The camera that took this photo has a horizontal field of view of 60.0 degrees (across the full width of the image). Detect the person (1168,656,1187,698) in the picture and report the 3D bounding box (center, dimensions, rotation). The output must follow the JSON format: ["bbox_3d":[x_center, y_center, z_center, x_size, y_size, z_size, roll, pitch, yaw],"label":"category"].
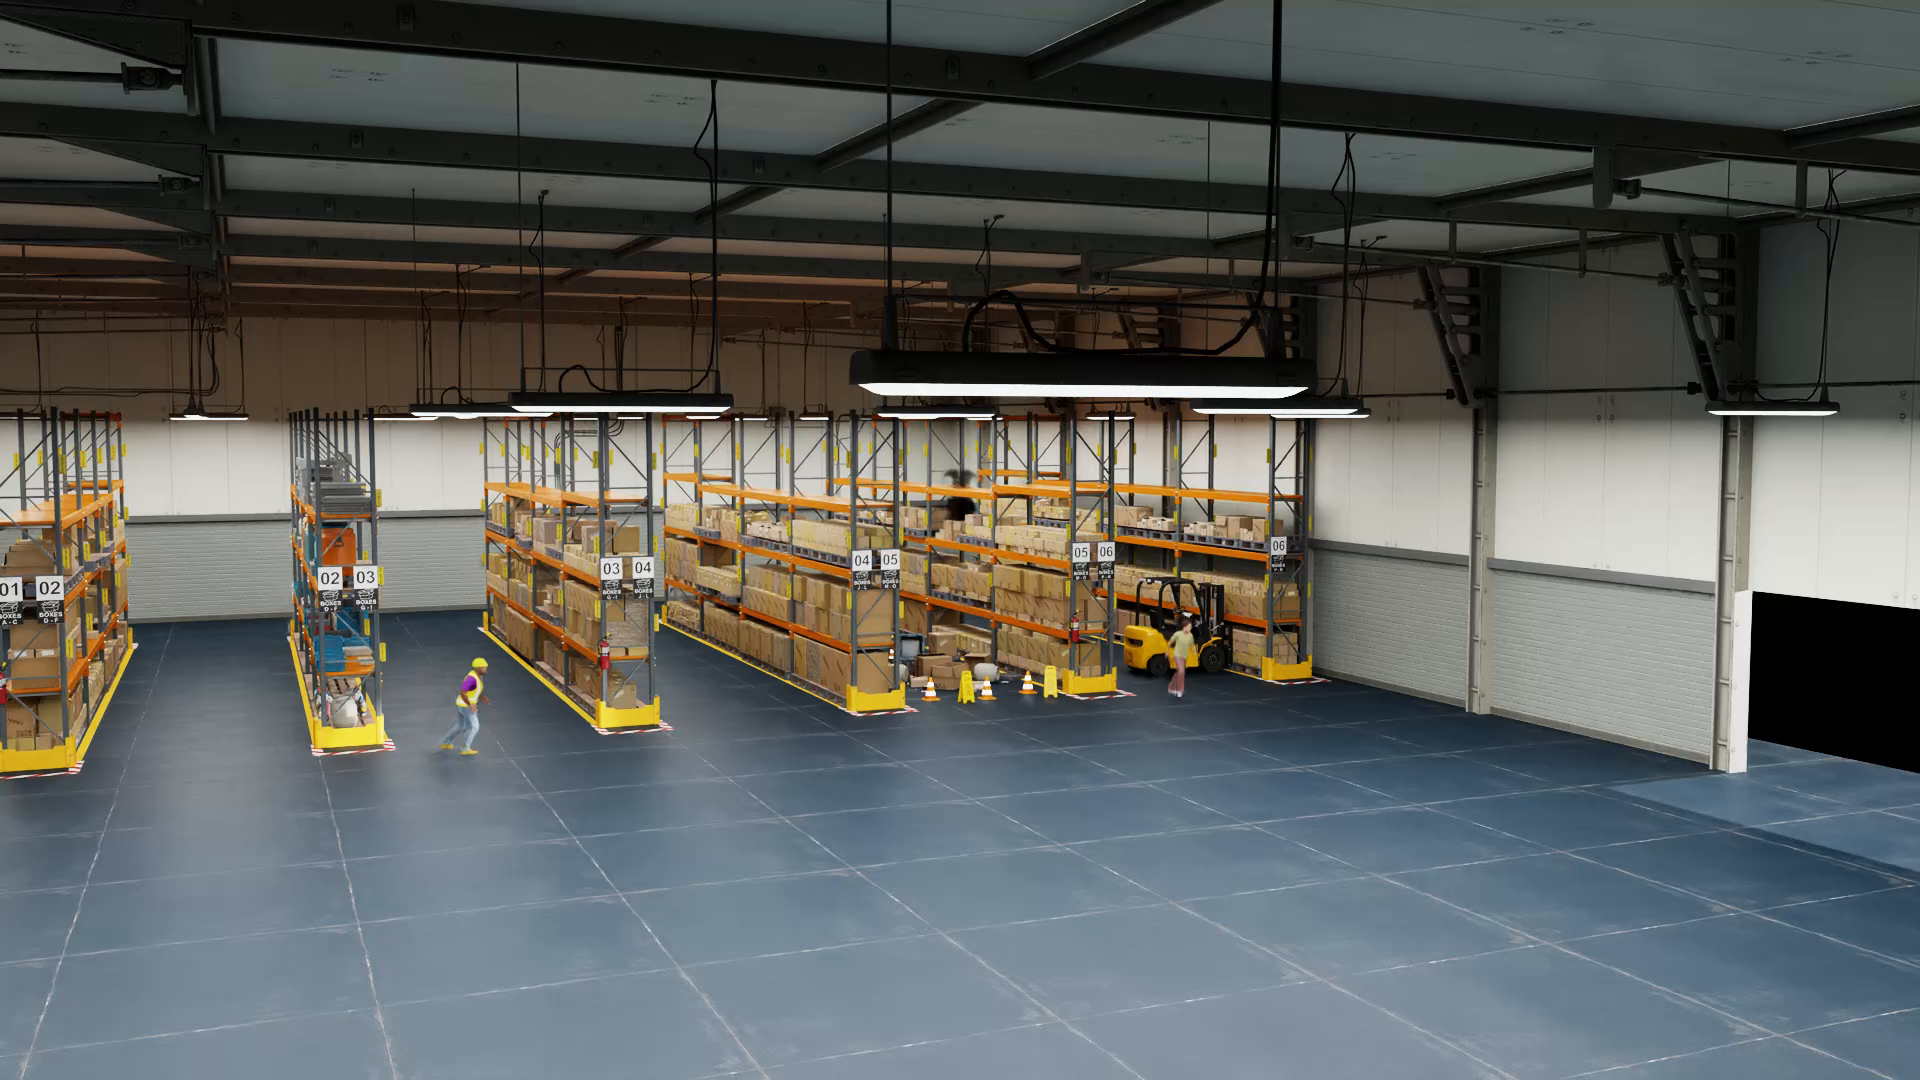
[{"bbox_3d":[4.586,2.780,34.927,0.365,0.978,0.703,-2,4,-26],"label":"person"}]

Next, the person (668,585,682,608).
[{"bbox_3d":[-8.563,1.345,49.589,0.610,1.558,0.752,2,5,30],"label":"person"}]

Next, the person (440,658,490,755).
[{"bbox_3d":[-8.571,2.875,28.774,0.869,1.674,0.705,-1,4,-13],"label":"person"}]
